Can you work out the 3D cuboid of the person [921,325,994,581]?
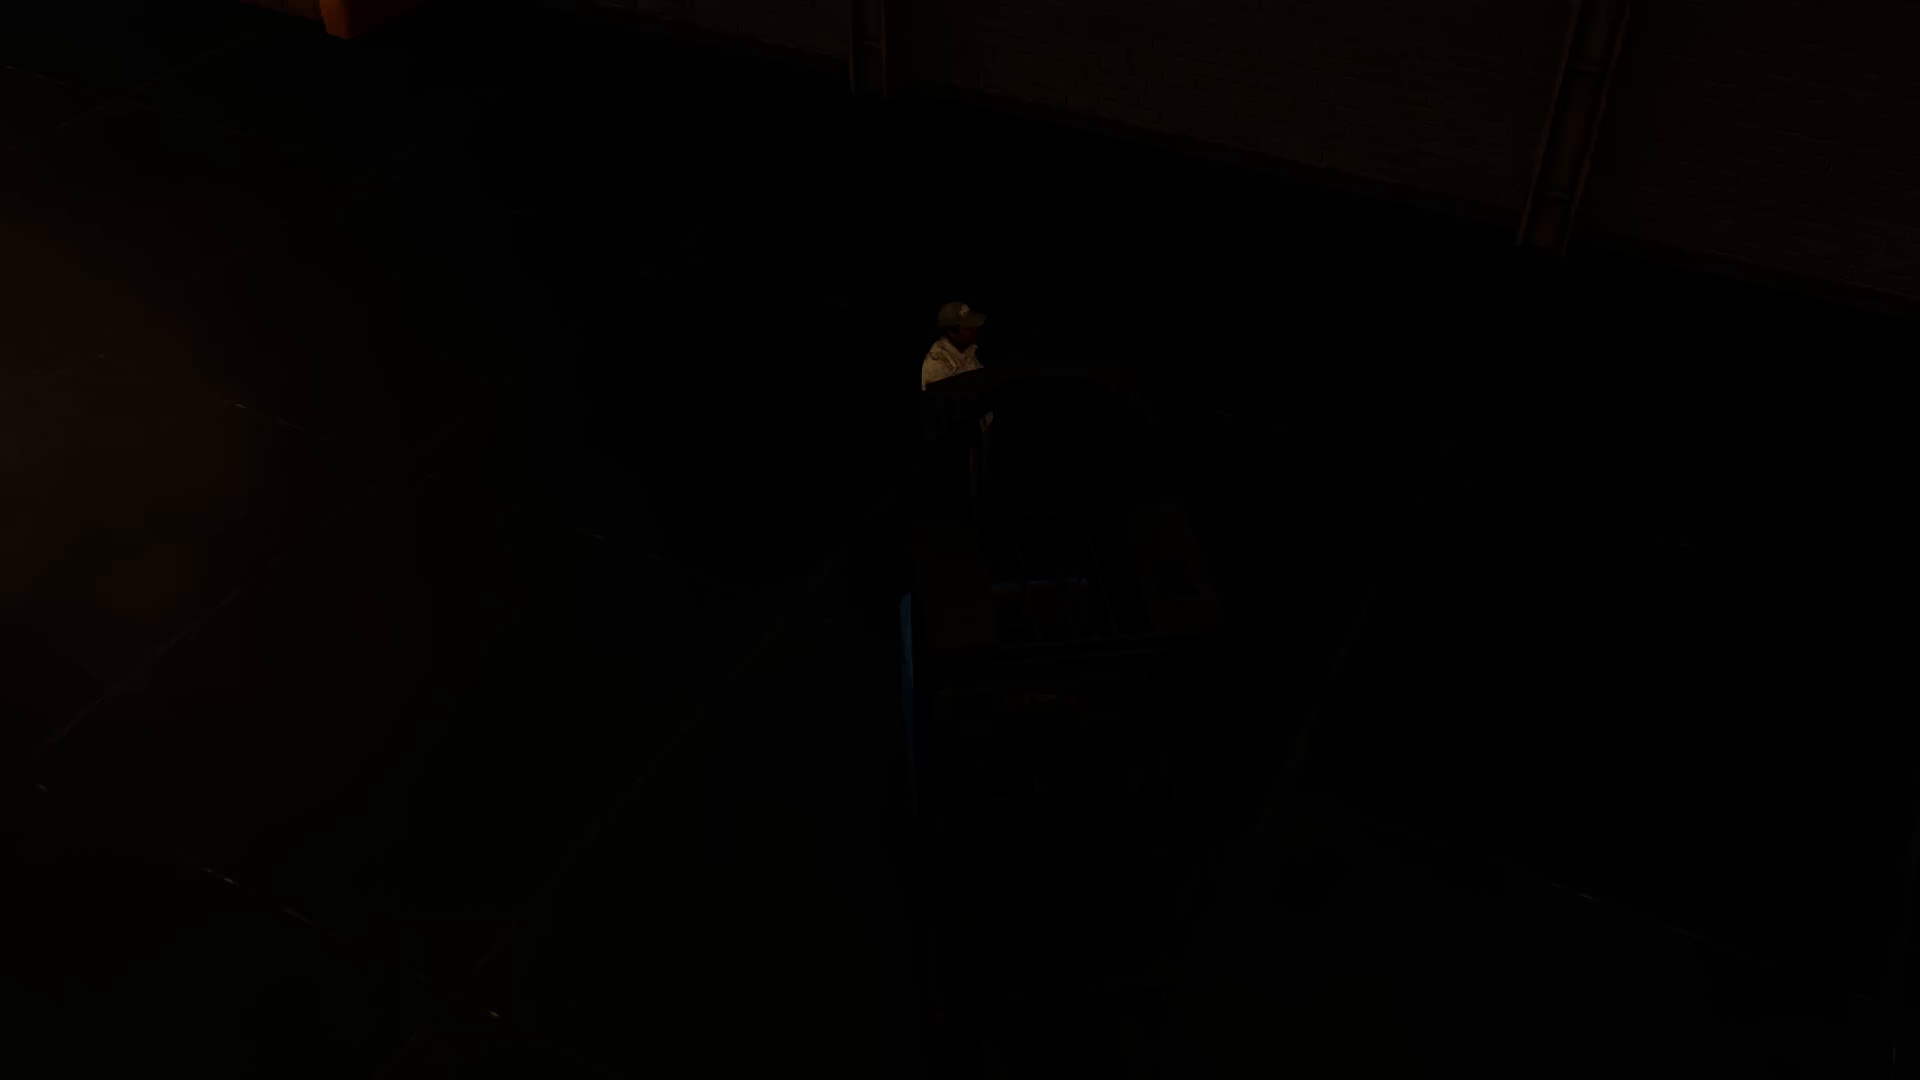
[{"bbox_3d":[0.058,-0.528,9.745,0.529,1.462,0.598,18,43,21],"label":"person"}]

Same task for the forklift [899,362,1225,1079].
[{"bbox_3d":[0.374,0.853,6.973,1.130,2.935,3.031,-4,40,-5],"label":"forklift"}]
